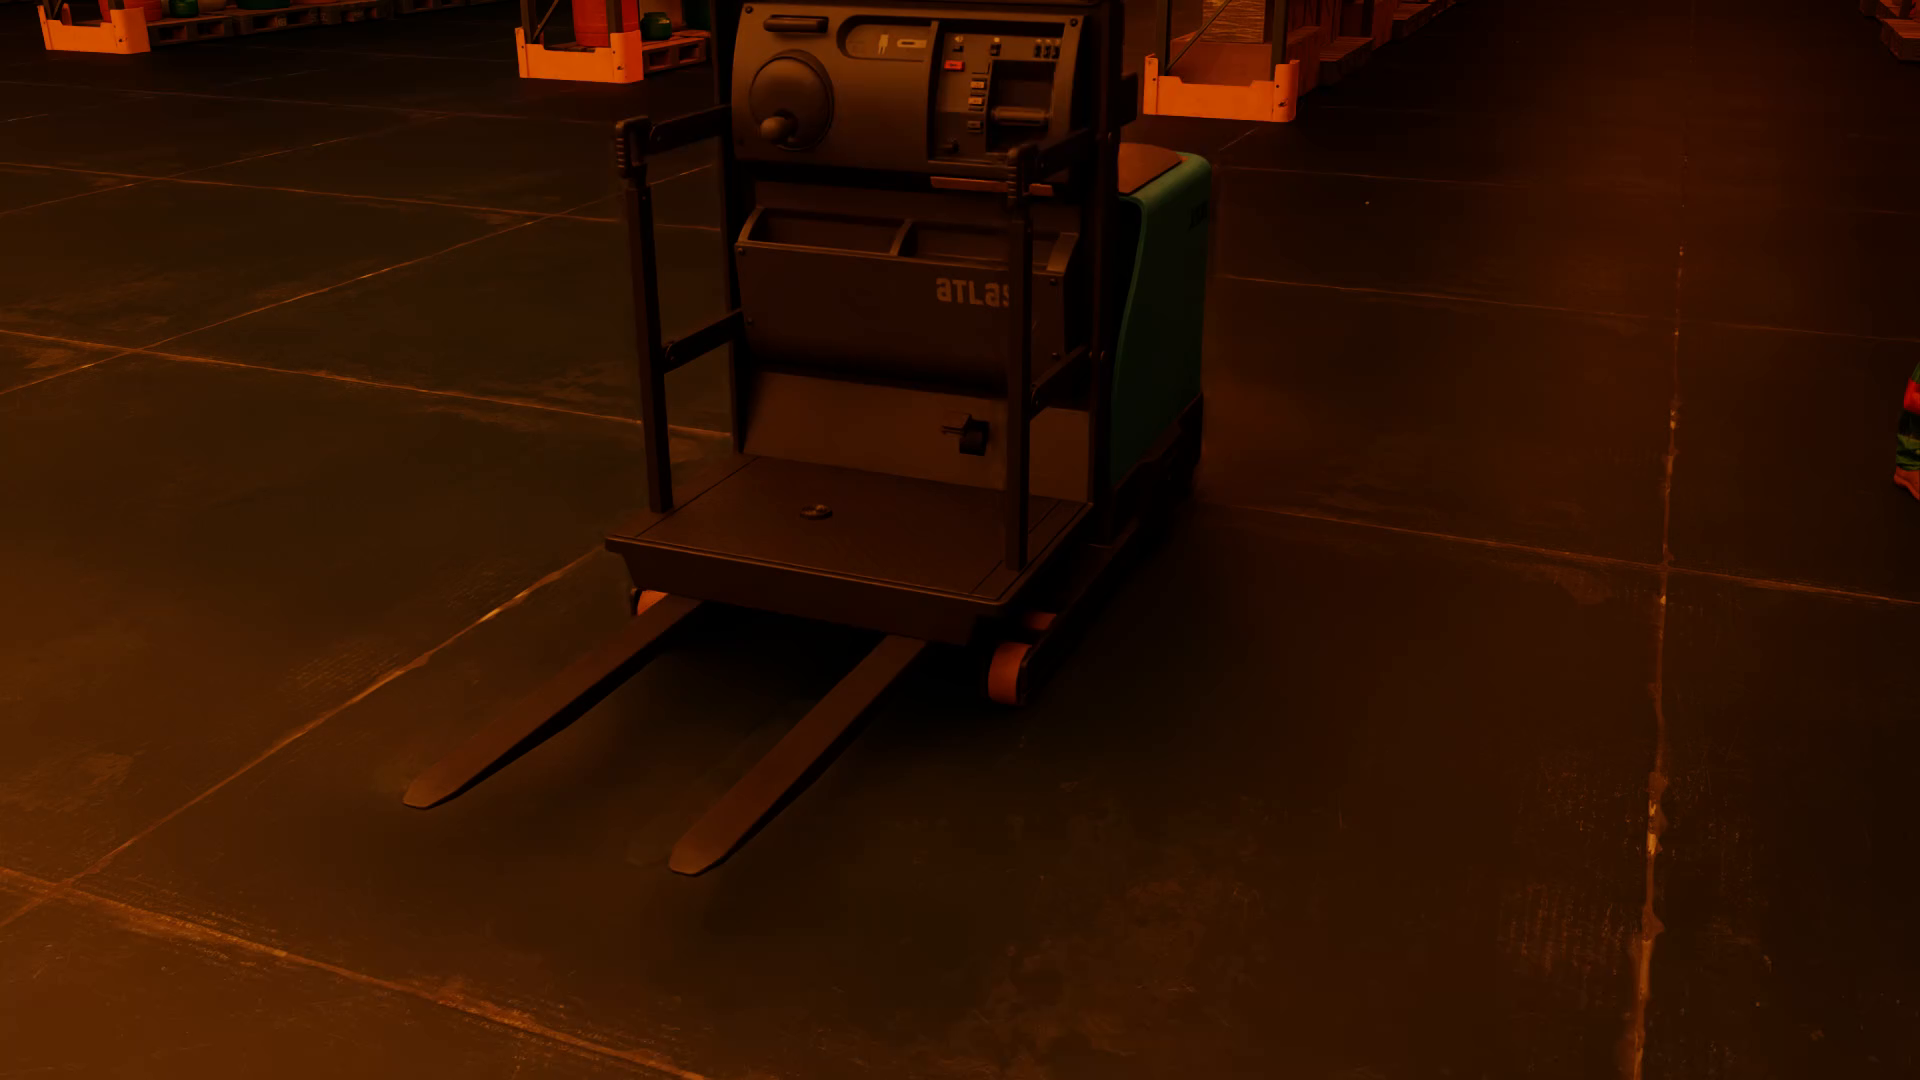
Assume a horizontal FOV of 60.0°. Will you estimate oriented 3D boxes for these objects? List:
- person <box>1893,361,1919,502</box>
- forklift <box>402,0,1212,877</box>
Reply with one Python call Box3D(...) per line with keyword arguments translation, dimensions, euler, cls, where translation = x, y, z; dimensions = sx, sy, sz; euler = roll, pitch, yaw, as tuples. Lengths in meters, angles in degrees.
Box3D(translation=(3.306, -0.999, 5.161), dimensions=(0.546, 1.795, 0.352), euler=(-7, 24, -16), cls="person")
Box3D(translation=(-0.223, -1.122, 3.976), dimensions=(1.130, 2.935, 3.031), euler=(9, 24, 20), cls="forklift")
